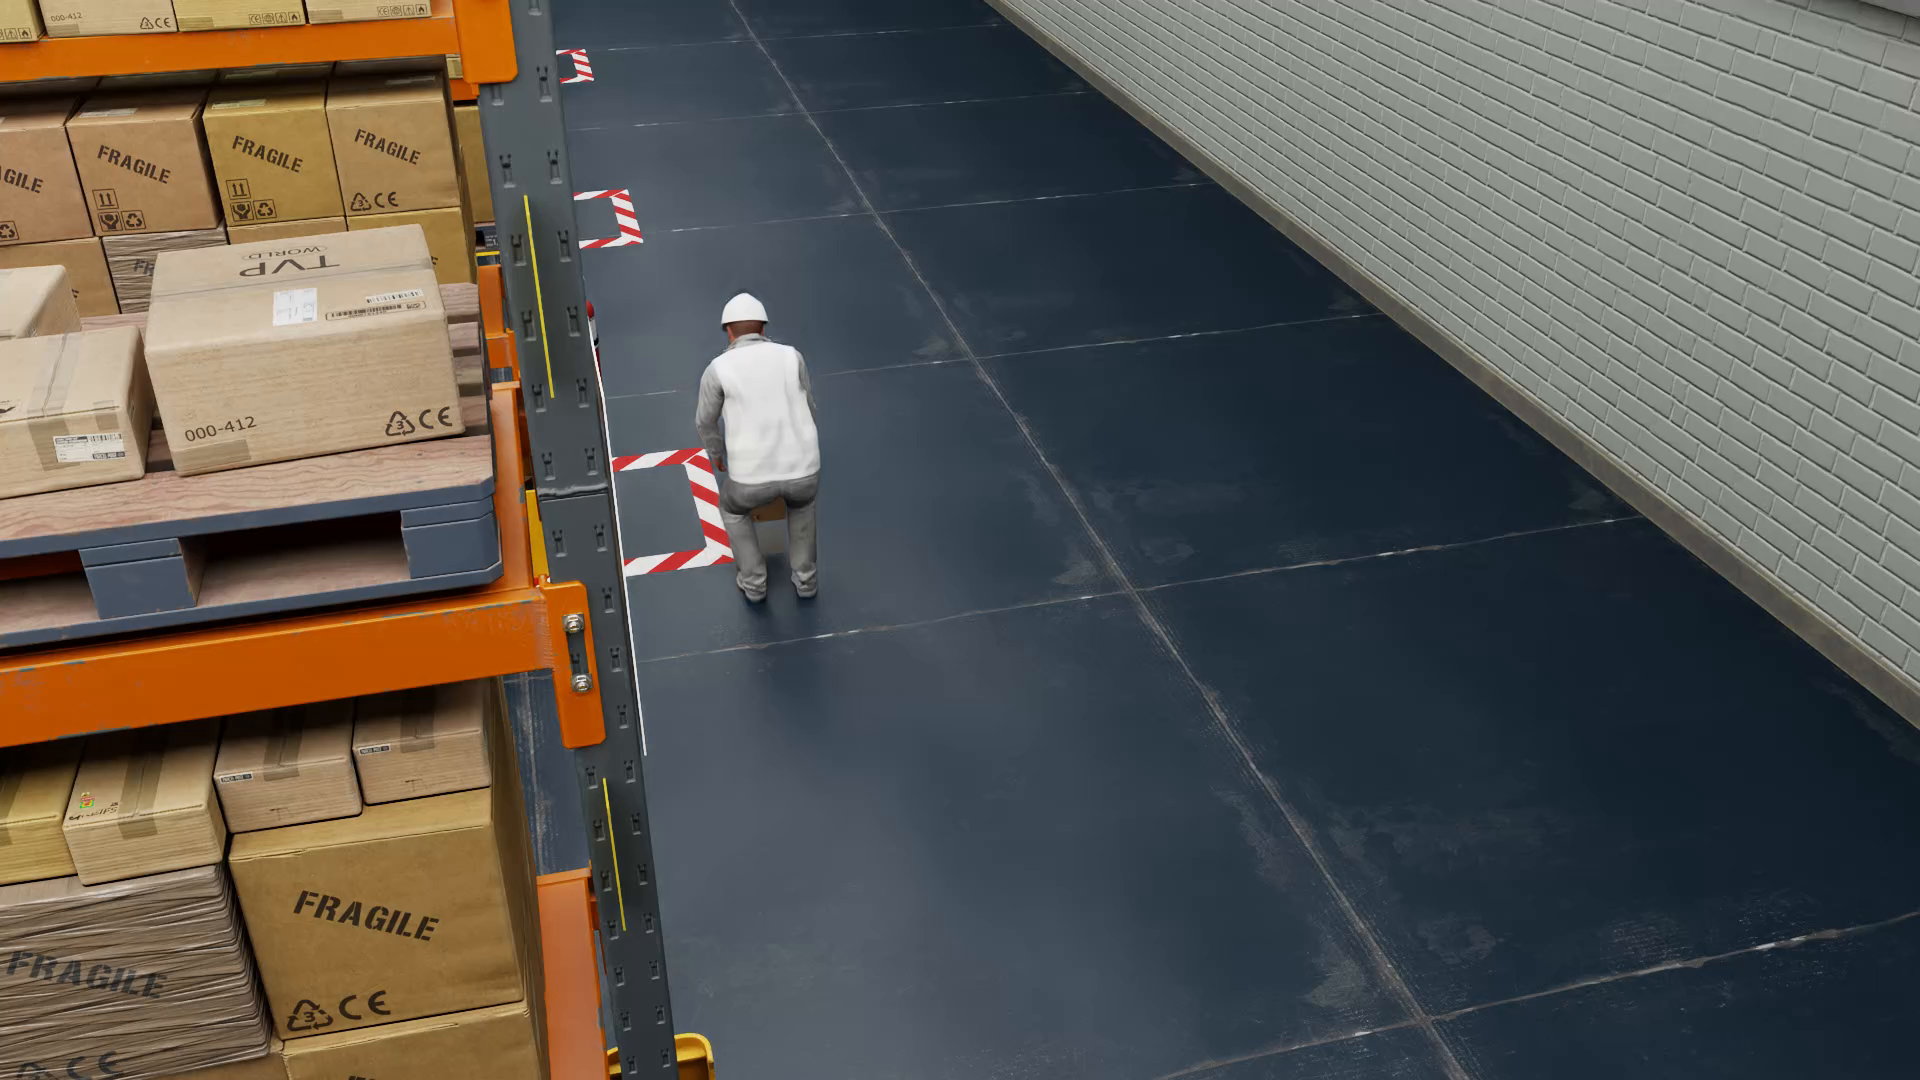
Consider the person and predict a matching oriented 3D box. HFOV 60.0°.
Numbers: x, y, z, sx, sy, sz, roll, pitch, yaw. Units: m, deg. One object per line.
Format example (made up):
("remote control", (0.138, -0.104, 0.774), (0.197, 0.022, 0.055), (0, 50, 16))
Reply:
("person", (-0.974, -0.417, 8.124), (0.591, 1.479, 0.723), (-8, 31, -13))
